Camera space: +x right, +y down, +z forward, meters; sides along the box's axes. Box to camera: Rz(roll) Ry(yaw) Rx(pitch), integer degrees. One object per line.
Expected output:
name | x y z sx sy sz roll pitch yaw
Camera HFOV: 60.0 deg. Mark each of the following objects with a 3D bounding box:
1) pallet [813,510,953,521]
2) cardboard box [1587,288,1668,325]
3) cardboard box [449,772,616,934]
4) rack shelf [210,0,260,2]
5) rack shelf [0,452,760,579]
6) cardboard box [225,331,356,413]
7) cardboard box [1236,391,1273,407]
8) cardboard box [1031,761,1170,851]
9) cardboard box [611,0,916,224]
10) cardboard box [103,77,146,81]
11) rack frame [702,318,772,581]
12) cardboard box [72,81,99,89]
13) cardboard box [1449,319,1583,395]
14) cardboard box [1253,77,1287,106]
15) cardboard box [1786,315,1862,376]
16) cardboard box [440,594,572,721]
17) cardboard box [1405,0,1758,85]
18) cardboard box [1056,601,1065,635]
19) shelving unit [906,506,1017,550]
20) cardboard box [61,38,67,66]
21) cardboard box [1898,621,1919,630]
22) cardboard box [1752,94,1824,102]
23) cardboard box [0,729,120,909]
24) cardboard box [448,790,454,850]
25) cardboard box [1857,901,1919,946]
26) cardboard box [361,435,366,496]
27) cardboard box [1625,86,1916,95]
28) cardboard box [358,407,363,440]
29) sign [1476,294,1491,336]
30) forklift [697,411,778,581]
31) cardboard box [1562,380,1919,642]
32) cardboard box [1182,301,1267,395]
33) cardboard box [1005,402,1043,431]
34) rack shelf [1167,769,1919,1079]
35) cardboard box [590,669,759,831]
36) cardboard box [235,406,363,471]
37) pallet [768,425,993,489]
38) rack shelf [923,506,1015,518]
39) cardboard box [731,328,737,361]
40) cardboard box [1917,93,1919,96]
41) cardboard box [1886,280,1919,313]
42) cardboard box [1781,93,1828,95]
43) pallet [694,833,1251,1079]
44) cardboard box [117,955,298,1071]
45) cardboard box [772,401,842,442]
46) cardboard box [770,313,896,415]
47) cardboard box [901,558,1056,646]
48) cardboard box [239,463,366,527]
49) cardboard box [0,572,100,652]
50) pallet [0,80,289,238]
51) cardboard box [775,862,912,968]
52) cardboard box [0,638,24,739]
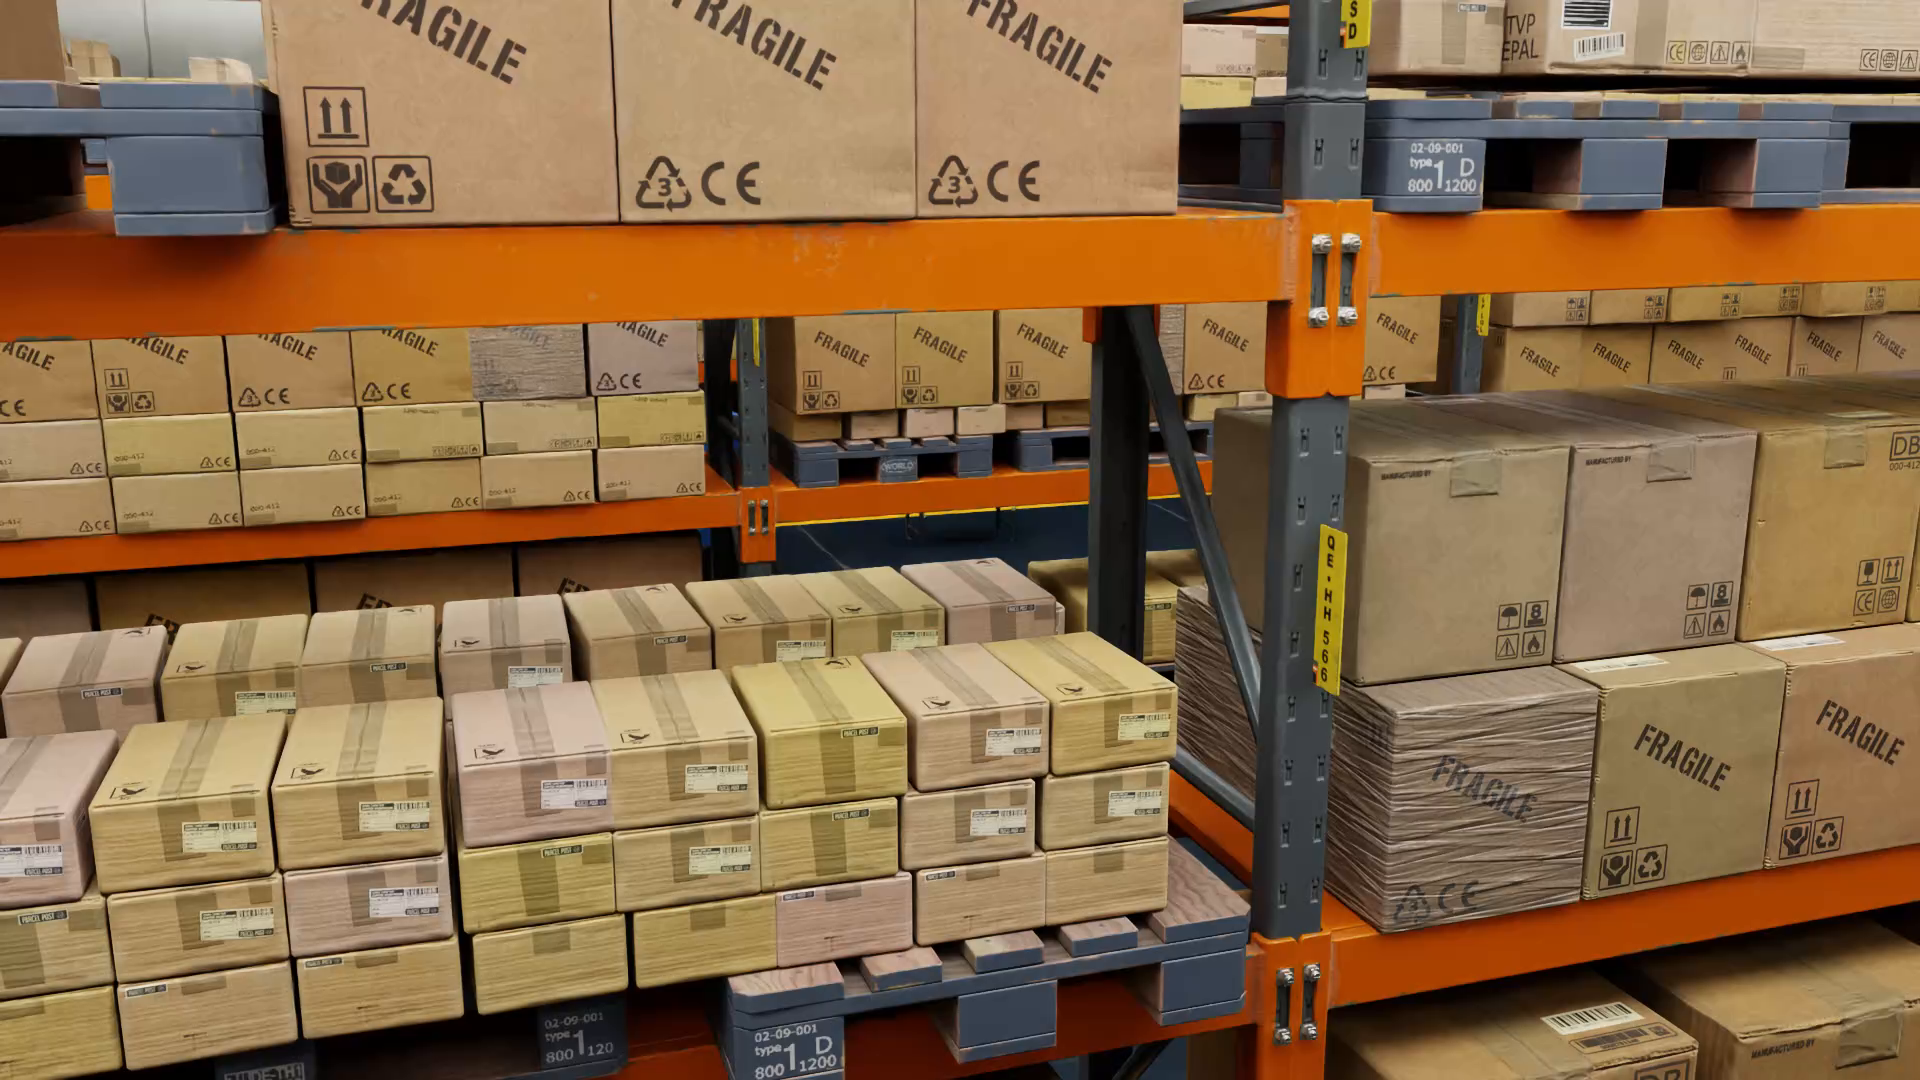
pallet | -0.774 -0.408 13.903 1.213 0.211 1.003 -4 14 -18
cardboard box | 3.634 -1.528 9.565 0.500 0.500 0.700 -4 14 -18
cardboard box | -0.758 0.529 2.930 0.250 0.149 0.380 -5 14 -18
rack shelf | -4.617 -3.850 11.801 4.000 0.370 1.077 -4 14 -18
rack shelf | -3.030 -0.038 7.873 4.000 0.370 1.077 -4 14 -18
cardboard box | -2.980 -0.864 7.416 0.500 0.500 0.500 -5 14 -19
cardboard box | 1.528 -0.752 8.957 0.250 0.149 0.380 -4 14 -18
cardboard box | 0.217 0.453 3.251 0.250 0.149 0.380 -4 14 -17
cardboard box | -0.390 -0.827 2.940 0.500 0.500 0.500 -4 14 -18
cardboard box | -5.605 -3.034 11.209 0.250 0.149 0.380 -5 14 -19
rack frame | -1.135 -0.535 8.410 0.127 3.000 1.000 -4 14 -18
cardboard box | -3.615 -1.806 6.871 0.250 0.166 0.380 -5 14 -22
cardboard box | 3.162 -0.995 9.485 0.500 0.500 0.500 -4 14 -18
cardboard box | 1.668 -2.310 8.806 0.500 0.250 0.500 -4 14 -17
cardboard box | 5.070 -1.146 10.121 0.500 0.500 0.500 -5 14 -18
cardboard box | -0.955 0.241 3.499 0.250 0.149 0.380 -4 14 -15
cardboard box | 1.296 -1.131 3.502 0.500 0.311 0.500 -4 14 -18
cardboard box | 0.101 0.443 9.068 0.625 0.372 0.950 -5 14 -19
shelving unit | 0.006 -0.730 12.471 0.755 1.500 0.431 -4 14 -18
cardboard box | -6.116 -3.210 11.056 0.258 0.266 0.396 -5 14 -19
cardboard box | 2.484 0.409 4.225 0.500 0.500 0.500 -5 14 -19
cardboard box | 4.603 -2.446 9.642 0.500 0.250 0.500 -4 14 -18
cardboard box | -1.506 0.443 2.648 0.250 0.149 0.380 -4 14 -16
cardboard box | -0.965 0.530 3.568 0.250 0.149 0.380 -4 14 -16
cardboard box | 2.856 1.274 4.759 0.750 0.750 1.050 -4 14 -18
cardboard box | -3.125 -0.365 8.019 0.500 0.250 0.500 -4 14 -18
cardboard box | 2.098 -1.408 4.256 0.500 0.500 0.500 -4 14 -18
cardboard box | -3.145 -0.616 7.993 0.500 0.250 0.500 -4 14 -17
sign | 2.837 -1.272 9.007 0.005 0.325 0.100 -4 14 -18
forklift | -2.810 -1.090 10.893 3.031 2.935 1.130 -6 15 -25
cardboard box | 1.933 -0.099 4.200 0.500 0.500 0.700 -5 14 -19
cardboard box | 1.331 -1.070 8.892 0.500 0.500 0.500 -4 14 -16
cardboard box | 0.256 -0.675 8.632 0.250 0.149 0.380 -4 14 -15
rack shelf | 2.436 0.745 4.581 4.000 0.370 1.077 -4 14 -18
cardboard box | -0.517 0.366 2.971 0.250 0.149 0.380 -4 14 -16
cardboard box | -2.968 -0.495 7.484 0.500 0.250 0.500 -5 14 -20
pallet | -0.493 -0.518 8.752 1.003 0.211 1.213 -4 14 -18
rack shelf | 0.006 -0.413 12.547 0.720 0.370 0.431 -4 14 -18
cardboard box | -1.744 -1.566 13.067 0.500 0.250 0.500 -5 14 -19
cardboard box | 5.729 -2.727 9.964 0.250 0.149 0.380 -5 14 -19
cardboard box | 5.551 -1.684 10.221 0.500 0.500 0.700 -4 14 -18
cardboard box | 4.779 -2.640 9.598 0.250 0.149 0.380 -4 14 -17
pallet | -0.102 0.712 3.580 1.003 0.211 1.213 -4 14 -18
cardboard box | -1.255 0.713 2.800 0.250 0.149 0.380 -5 14 -21
cardboard box | -0.767 -0.600 8.320 0.250 0.149 0.380 -5 14 -21
cardboard box | -0.634 -0.915 8.242 0.500 0.500 0.500 -5 14 -20
cardboard box | 0.036 0.163 3.823 0.250 0.149 0.380 -4 14 -18
cardboard box | -2.967 -0.249 7.533 0.500 0.250 0.500 -5 14 -19
cardboard box | -4.364 0.526 7.633 0.875 0.875 0.875 -4 14 -16
pallet | -1.650 -0.629 2.729 1.003 0.211 1.213 -4 14 -18
cardboard box | -0.261 0.635 3.126 0.250 0.149 0.380 -4 14 -17
cardboard box | -1.950 0.319 3.170 0.250 0.149 0.380 -5 14 -20
